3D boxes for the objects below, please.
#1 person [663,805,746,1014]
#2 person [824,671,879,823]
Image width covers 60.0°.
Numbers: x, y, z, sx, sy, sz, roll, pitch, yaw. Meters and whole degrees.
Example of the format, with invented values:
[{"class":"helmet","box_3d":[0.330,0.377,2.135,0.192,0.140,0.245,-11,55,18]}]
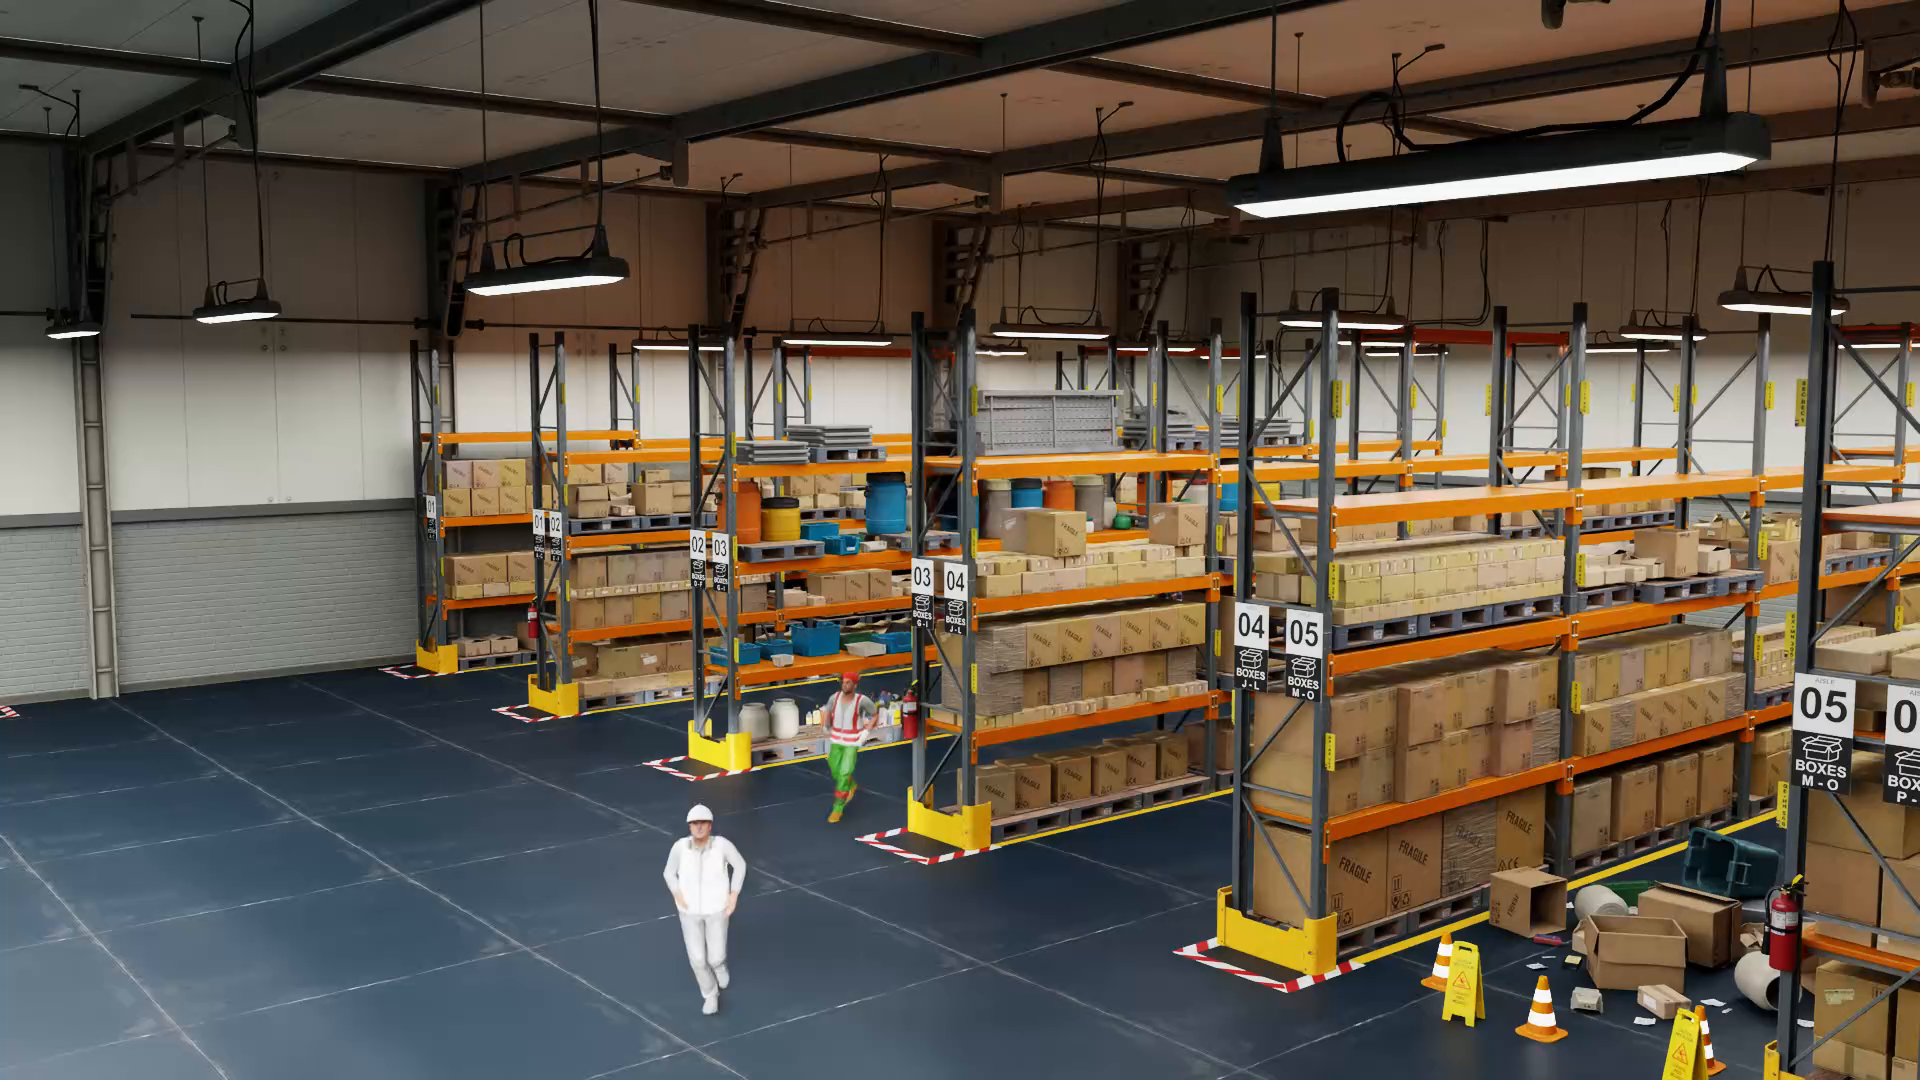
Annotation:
[{"class":"person","box_3d":[-2.118,3.038,13.762,0.672,1.731,0.572,0,5,-1]},{"class":"person","box_3d":[-1.323,2.443,19.988,0.672,1.785,0.833,2,6,22]}]
